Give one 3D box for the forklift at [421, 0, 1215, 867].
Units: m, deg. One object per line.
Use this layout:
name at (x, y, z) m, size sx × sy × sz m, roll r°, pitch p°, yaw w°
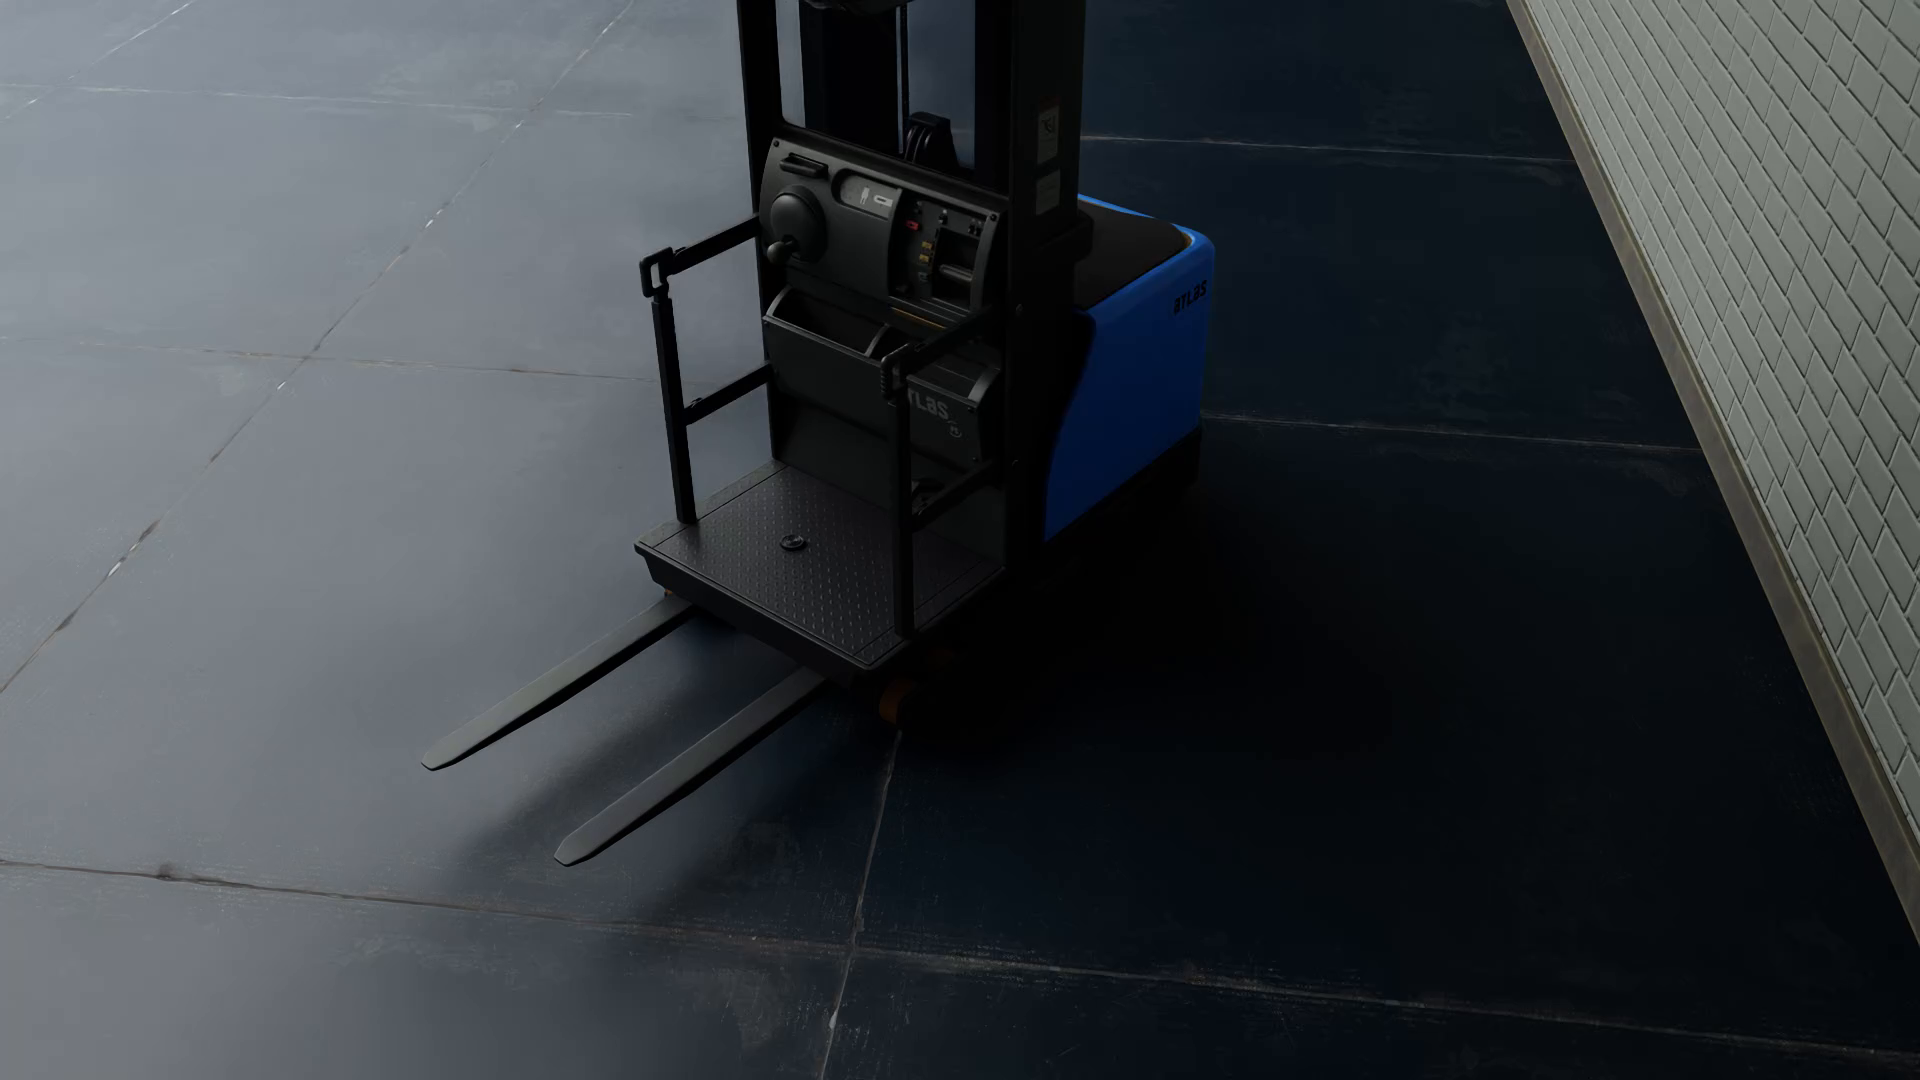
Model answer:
forklift at (-0.393, -0.912, 5.005) m, size 1.130 × 2.935 × 3.031 m, roll 25°, pitch 43°, yaw 31°
